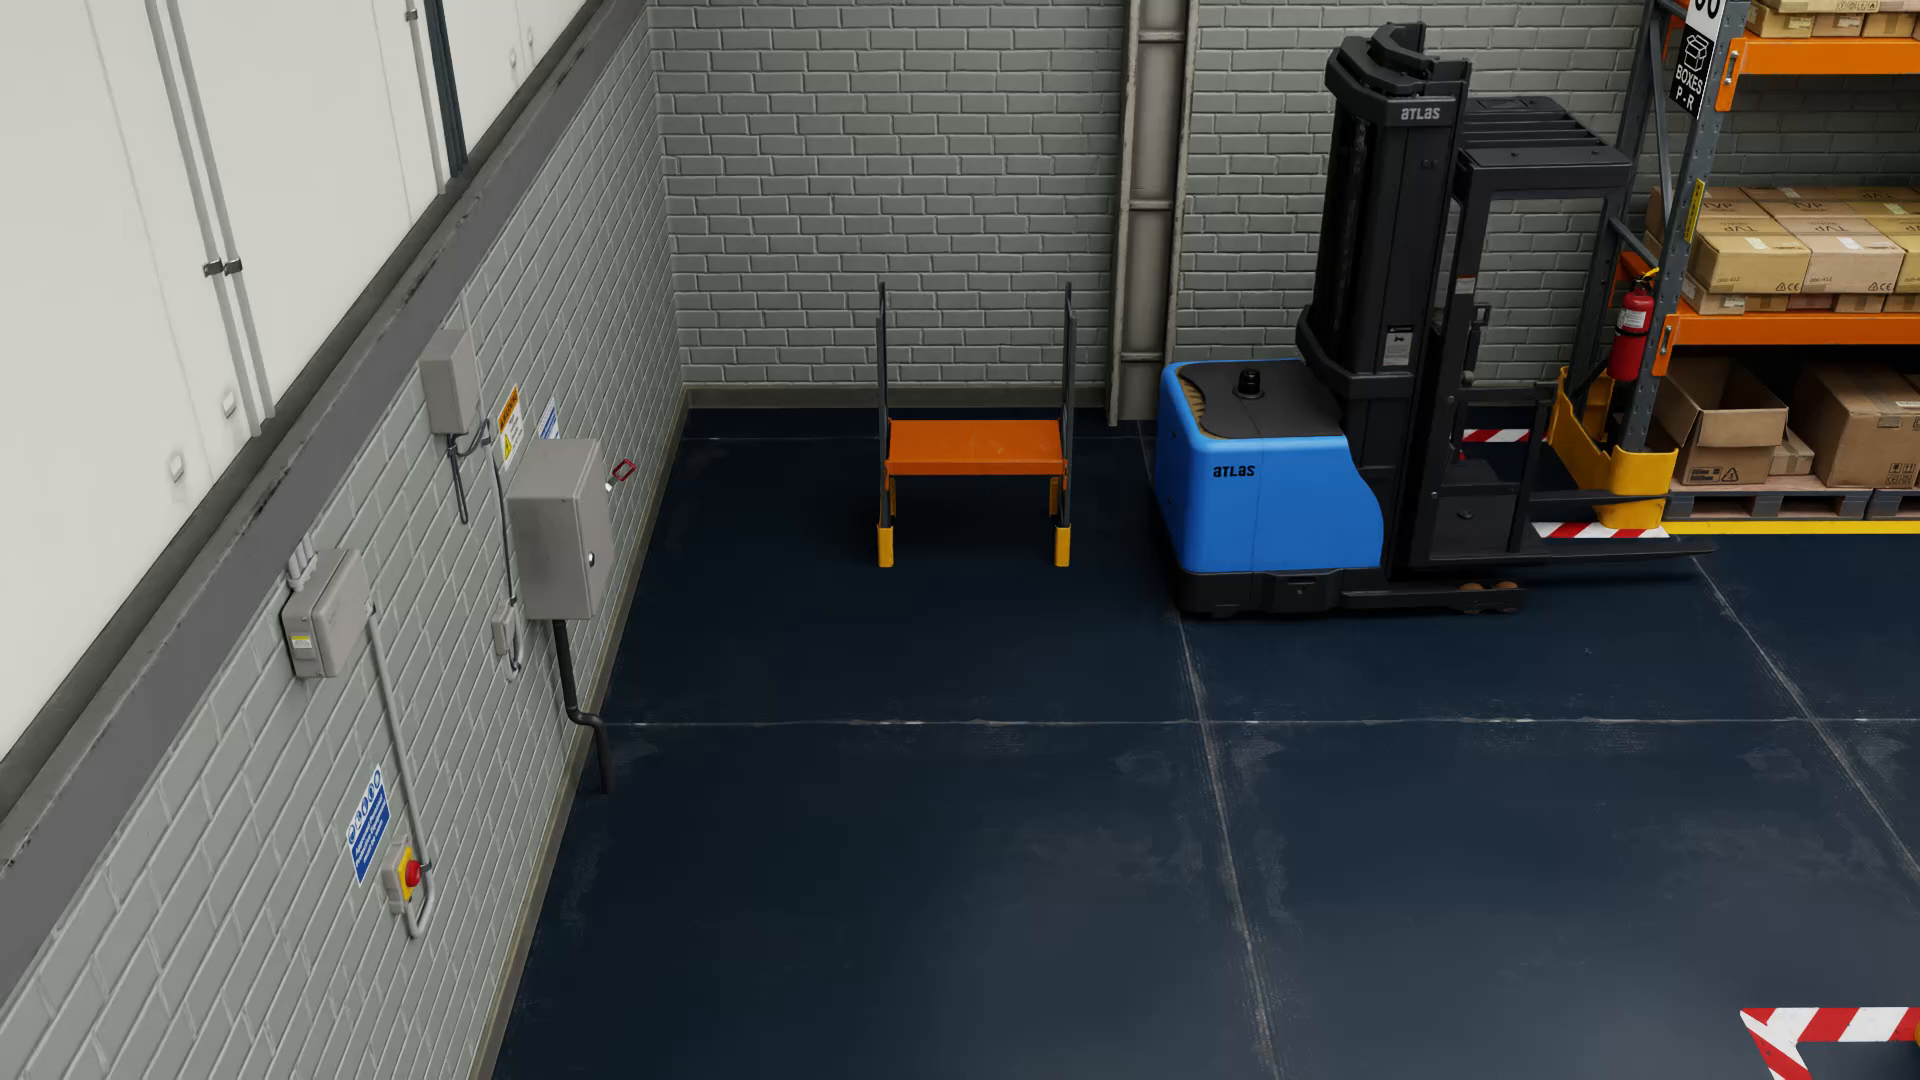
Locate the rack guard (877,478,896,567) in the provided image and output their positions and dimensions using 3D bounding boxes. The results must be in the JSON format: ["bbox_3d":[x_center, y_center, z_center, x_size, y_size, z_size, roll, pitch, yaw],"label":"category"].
[{"bbox_3d":[-0.422,-0.106,9.572,0.087,0.250,0.587,0,31,0],"label":"rack guard"}]

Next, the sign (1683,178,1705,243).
[{"bbox_3d":[3.871,-1.737,8.776,0.005,0.325,0.100,0,31,0],"label":"sign"}]

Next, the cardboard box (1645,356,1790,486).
[{"bbox_3d":[4.480,-0.714,9.925,0.637,0.503,0.797,-1,31,-2],"label":"cardboard box"}]

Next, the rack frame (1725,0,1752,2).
[{"bbox_3d":[3.868,-4.213,7.908,0.127,3.000,1.000,0,31,0],"label":"rack frame"}]

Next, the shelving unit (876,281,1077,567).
[{"bbox_3d":[0.076,-0.641,9.250,1.083,1.500,0.587,0,31,0],"label":"shelving unit"}]

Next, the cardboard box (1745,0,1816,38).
[{"bbox_3d":[4.188,-2.704,8.554,0.250,0.149,0.380,0,31,1],"label":"cardboard box"}]

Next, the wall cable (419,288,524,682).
[{"bbox_3d":[-1.757,-0.214,6.121,0.122,1.984,0.588,0,31,0],"label":"wall cable"}]

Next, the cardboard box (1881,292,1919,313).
[{"bbox_3d":[5.233,-1.416,9.324,0.250,0.149,0.380,0,31,0],"label":"cardboard box"}]

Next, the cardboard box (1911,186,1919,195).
[{"bbox_3d":[5.860,-1.852,9.658,0.500,0.250,0.500,0,31,0],"label":"cardboard box"}]

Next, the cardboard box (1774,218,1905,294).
[{"bbox_3d":[4.827,-1.575,9.201,0.500,0.250,0.500,0,31,0],"label":"cardboard box"}]

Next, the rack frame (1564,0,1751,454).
[{"bbox_3d":[3.868,-1.649,9.464,0.127,3.000,1.000,0,31,0],"label":"rack frame"}]

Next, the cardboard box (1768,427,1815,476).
[{"bbox_3d":[4.905,-0.543,9.986,0.250,0.149,0.380,-1,31,-2],"label":"cardboard box"}]

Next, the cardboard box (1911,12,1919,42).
[{"bbox_3d":[4.956,-2.658,8.478,0.250,0.149,0.380,0,31,1],"label":"cardboard box"}]

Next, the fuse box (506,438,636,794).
[{"bbox_3d":[-1.604,0.417,7.303,0.414,1.711,0.539,0,31,0],"label":"fuse box"}]

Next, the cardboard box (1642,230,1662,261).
[{"bbox_3d":[4.198,-1.681,9.761,0.250,0.149,0.380,-1,31,-1],"label":"cardboard box"}]

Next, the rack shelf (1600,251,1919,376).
[{"bbox_3d":[5.868,-1.347,9.661,4.000,0.370,1.077,0,31,0],"label":"rack shelf"}]

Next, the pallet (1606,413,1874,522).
[{"bbox_3d":[4.741,-0.459,10.193,1.213,0.211,1.003,0,31,0],"label":"pallet"}]

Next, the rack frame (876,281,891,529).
[{"bbox_3d":[-0.423,-0.640,9.248,0.032,1.500,0.500,0,31,0],"label":"rack frame"}]

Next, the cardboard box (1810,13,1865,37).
[{"bbox_3d":[4.450,-2.718,8.578,0.250,0.149,0.380,0,31,1],"label":"cardboard box"}]

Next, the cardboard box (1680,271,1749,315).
[{"bbox_3d":[4.198,-1.400,9.297,0.250,0.149,0.380,0,31,-1],"label":"cardboard box"}]

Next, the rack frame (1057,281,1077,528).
[{"bbox_3d":[0.594,-0.643,9.253,0.032,1.500,0.500,0,31,0],"label":"rack frame"}]

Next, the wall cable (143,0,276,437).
[{"bbox_3d":[-1.785,-1.475,3.395,0.029,3.000,0.463,0,31,0],"label":"wall cable"}]

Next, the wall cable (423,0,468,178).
[{"bbox_3d":[-1.766,-3.326,6.410,0.133,3.039,2.988,0,31,0],"label":"wall cable"}]

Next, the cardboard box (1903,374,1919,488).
[{"bbox_3d":[5.864,-0.644,9.814,0.500,0.500,0.500,0,31,1],"label":"cardboard box"}]

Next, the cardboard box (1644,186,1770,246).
[{"bbox_3d":[4.326,-1.851,9.656,0.500,0.250,0.500,1,31,1],"label":"cardboard box"}]

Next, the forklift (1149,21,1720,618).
[{"bbox_3d":[2.638,-1.127,8.671,3.031,2.935,1.130,-2,31,-3],"label":"forklift"}]

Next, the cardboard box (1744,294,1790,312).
[{"bbox_3d":[4.452,-1.425,9.338,0.250,0.149,0.380,1,31,1],"label":"cardboard box"}]

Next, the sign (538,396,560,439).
[{"bbox_3d":[-1.814,-0.349,7.414,0.001,0.494,0.329,0,31,0],"label":"sign"}]

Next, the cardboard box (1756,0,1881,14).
[{"bbox_3d":[4.313,-2.854,8.417,0.500,0.250,0.500,-1,31,-1],"label":"cardboard box"}]

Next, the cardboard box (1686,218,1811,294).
[{"bbox_3d":[4.323,-1.573,9.198,0.500,0.250,0.500,0,31,0],"label":"cardboard box"}]

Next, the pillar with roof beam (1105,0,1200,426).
[{"bbox_3d":[1.192,-2.439,4.985,0.400,9.000,9.100,0,31,0],"label":"pillar with roof beam"}]

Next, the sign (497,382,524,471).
[{"bbox_3d":[-1.811,-0.458,6.706,0.001,0.242,0.339,0,31,0],"label":"sign"}]

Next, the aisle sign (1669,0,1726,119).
[{"bbox_3d":[3.801,-2.607,8.539,0.004,0.787,0.394,0,31,0],"label":"aisle sign"}]

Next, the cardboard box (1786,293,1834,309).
[{"bbox_3d":[4.715,-1.444,9.369,0.250,0.149,0.380,-1,31,-1],"label":"cardboard box"}]

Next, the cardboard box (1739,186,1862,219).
[{"bbox_3d":[4.842,-1.852,9.657,0.500,0.250,0.500,0,31,0],"label":"cardboard box"}]

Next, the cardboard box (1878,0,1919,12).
[{"bbox_3d":[4.821,-2.866,8.437,0.500,0.250,0.500,0,31,1],"label":"cardboard box"}]

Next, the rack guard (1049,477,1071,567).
[{"bbox_3d":[0.574,-0.109,9.577,0.087,0.250,0.587,0,31,0],"label":"rack guard"}]

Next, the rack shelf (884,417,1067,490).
[{"bbox_3d":[0.085,-0.488,9.344,1.000,0.185,0.538,0,31,0],"label":"rack shelf"}]

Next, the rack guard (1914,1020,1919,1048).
[{"bbox_3d":[3.877,1.995,5.869,0.348,0.500,1.175,0,31,0],"label":"rack guard"}]

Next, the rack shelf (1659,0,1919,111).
[{"bbox_3d":[5.868,-2.630,8.883,4.000,0.370,1.077,0,31,0],"label":"rack shelf"}]

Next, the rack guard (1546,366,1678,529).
[{"bbox_3d":[3.944,-0.580,10.113,0.348,0.500,1.175,0,31,0],"label":"rack guard"}]

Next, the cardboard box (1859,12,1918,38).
[{"bbox_3d":[4.707,-2.710,8.565,0.250,0.149,0.380,0,31,0],"label":"cardboard box"}]

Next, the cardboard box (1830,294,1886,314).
[{"bbox_3d":[4.968,-1.413,9.318,0.250,0.149,0.380,1,31,1],"label":"cardboard box"}]

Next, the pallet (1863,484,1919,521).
[{"bbox_3d":[5.958,-0.462,10.197,1.213,0.211,1.003,0,31,0],"label":"pallet"}]

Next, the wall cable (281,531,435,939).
[{"bbox_3d":[-1.737,0.508,4.900,0.123,1.953,0.585,0,31,0],"label":"wall cable"}]

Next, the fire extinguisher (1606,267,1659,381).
[{"bbox_3d":[3.723,-1.216,9.185,0.183,0.674,0.296,0,31,0],"label":"fire extinguisher"}]

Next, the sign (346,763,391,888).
[{"bbox_3d":[-1.798,0.866,5.060,0.001,0.218,0.327,0,31,0],"label":"sign"}]

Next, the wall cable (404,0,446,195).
[{"bbox_3d":[-1.787,-1.865,4.038,0.029,3.000,2.355,0,31,0],"label":"wall cable"}]

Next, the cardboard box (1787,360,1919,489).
[{"bbox_3d":[5.335,-0.695,9.897,0.500,0.500,0.700,1,31,2],"label":"cardboard box"}]

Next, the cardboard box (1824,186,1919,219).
[{"bbox_3d":[5.337,-1.851,9.656,0.500,0.250,0.500,1,31,1],"label":"cardboard box"}]

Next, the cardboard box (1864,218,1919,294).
[{"bbox_3d":[5.334,-1.578,9.206,0.500,0.250,0.500,-1,31,-1],"label":"cardboard box"}]
